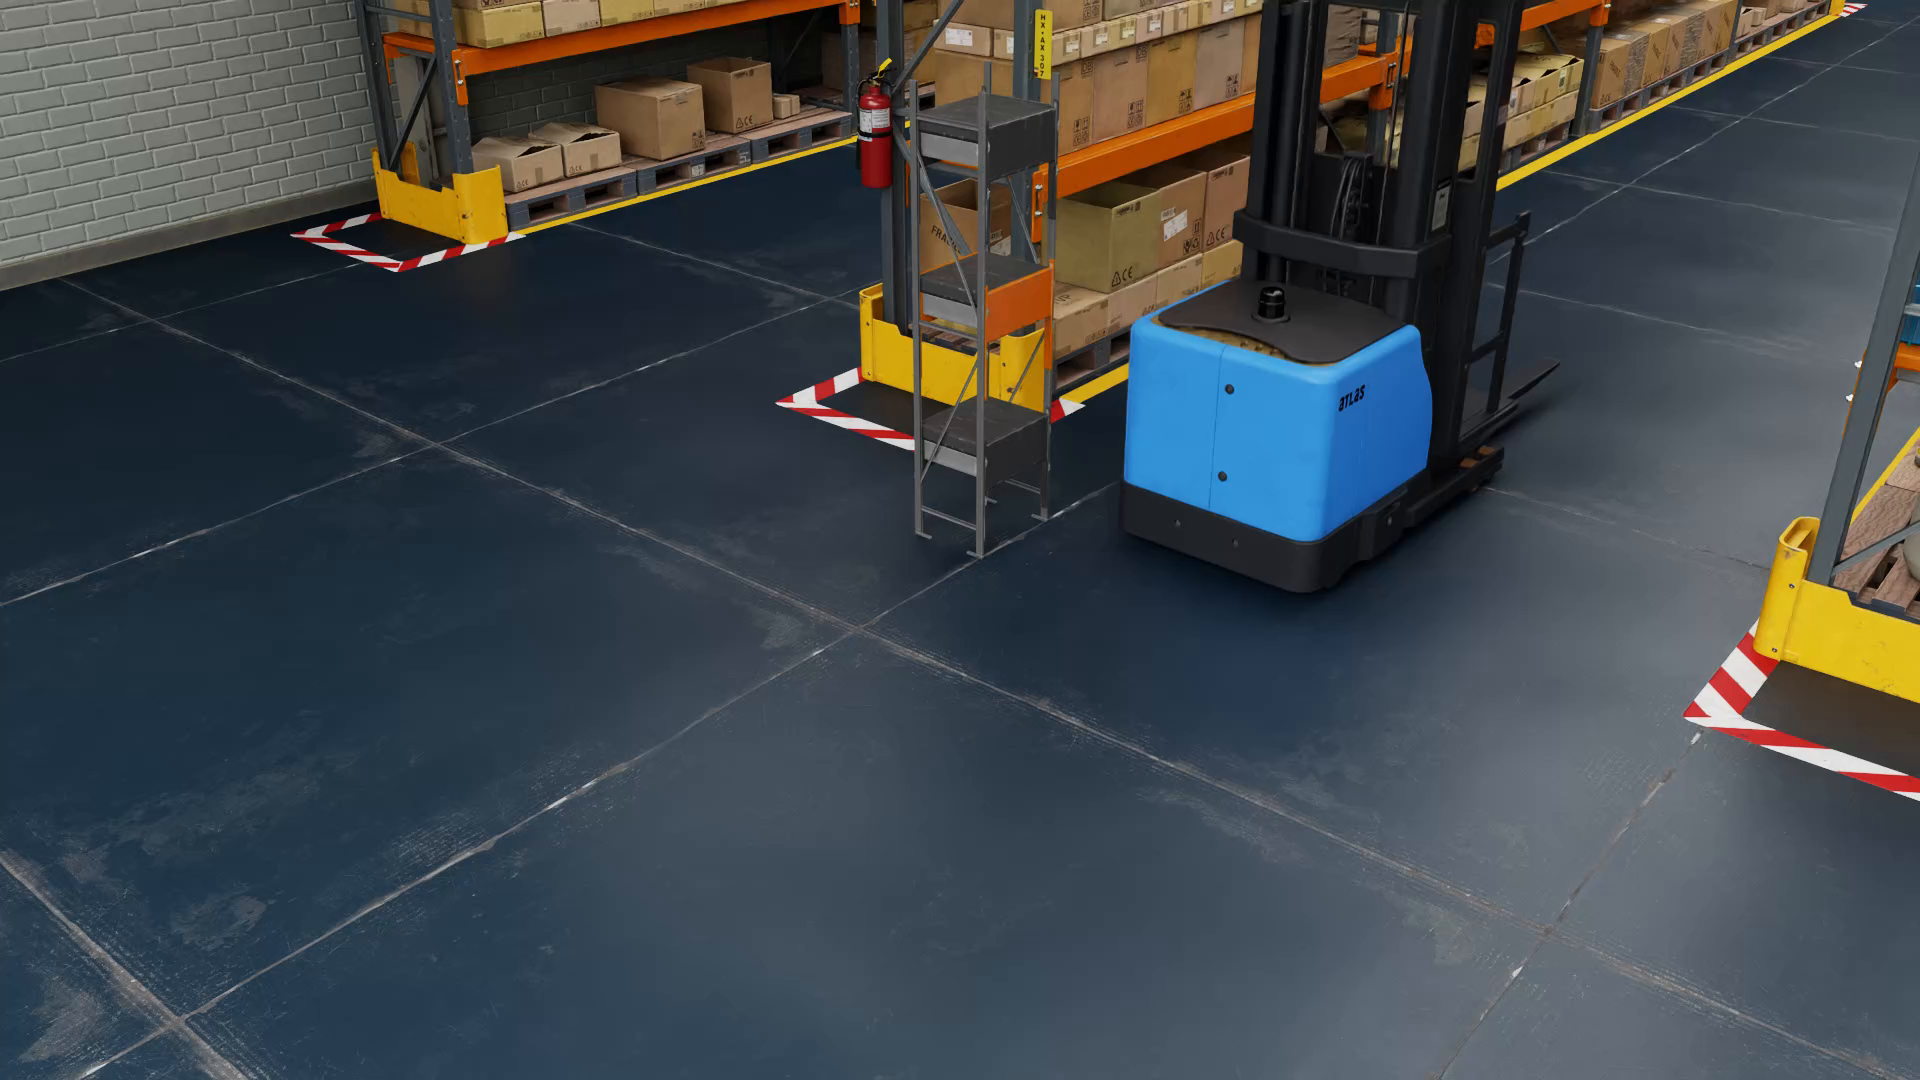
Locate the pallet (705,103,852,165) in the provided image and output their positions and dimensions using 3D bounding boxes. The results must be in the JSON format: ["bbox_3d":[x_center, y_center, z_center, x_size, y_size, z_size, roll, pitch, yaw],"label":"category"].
[{"bbox_3d":[-1.697,-3.552,14.386,1.003,0.211,1.213,21,34,34],"label":"pallet"}]

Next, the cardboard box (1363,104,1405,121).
[{"bbox_3d":[3.305,-3.056,12.318,0.500,0.311,0.500,20,34,34],"label":"cardboard box"}]

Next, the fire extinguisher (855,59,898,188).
[{"bbox_3d":[-0.450,-2.233,8.887,0.296,0.674,0.183,21,34,34],"label":"fire extinguisher"}]

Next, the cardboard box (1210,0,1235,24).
[{"bbox_3d":[1.377,-3.127,9.716,0.380,0.149,0.250,21,34,35],"label":"cardboard box"}]

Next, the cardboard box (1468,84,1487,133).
[{"bbox_3d":[3.960,-3.426,13.032,0.500,0.311,0.500,22,34,36],"label":"cardboard box"}]

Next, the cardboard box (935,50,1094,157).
[{"bbox_3d":[0.290,-2.380,8.977,0.700,0.500,0.500,21,34,34],"label":"cardboard box"}]

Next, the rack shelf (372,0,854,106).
[{"bbox_3d":[-2.569,-4.010,13.020,1.077,0.370,4.000,21,34,34],"label":"rack shelf"}]

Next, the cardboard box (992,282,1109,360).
[{"bbox_3d":[0.496,-1.264,9.465,0.500,0.250,0.500,21,34,34],"label":"cardboard box"}]

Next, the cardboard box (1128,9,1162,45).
[{"bbox_3d":[0.887,-2.854,9.187,0.380,0.149,0.250,20,34,34],"label":"cardboard box"}]

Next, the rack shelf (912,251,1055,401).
[{"bbox_3d":[0.105,-0.979,7.387,0.431,0.518,0.480,21,34,34],"label":"rack shelf"}]

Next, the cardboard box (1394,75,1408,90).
[{"bbox_3d":[3.532,-3.574,13.318,0.500,0.311,0.500,20,34,34],"label":"cardboard box"}]

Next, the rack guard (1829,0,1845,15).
[{"bbox_3d":[10.112,-6.710,20.176,1.175,0.500,0.348,21,34,34],"label":"rack guard"}]

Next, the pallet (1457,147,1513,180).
[{"bbox_3d":[3.742,-3.061,13.437,1.003,0.211,1.213,21,34,34],"label":"pallet"}]

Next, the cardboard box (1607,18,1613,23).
[{"bbox_3d":[5.815,-4.679,15.772,0.500,0.500,0.500,19,33,33],"label":"cardboard box"}]

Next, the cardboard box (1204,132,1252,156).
[{"bbox_3d":[1.759,-2.310,10.670,0.500,0.500,0.500,21,34,34],"label":"cardboard box"}]

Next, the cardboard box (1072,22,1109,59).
[{"bbox_3d":[0.565,-2.677,8.845,0.380,0.149,0.250,20,33,33],"label":"cardboard box"}]

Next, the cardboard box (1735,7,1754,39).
[{"bbox_3d":[8.050,-5.515,17.594,0.500,0.311,0.500,21,34,34],"label":"cardboard box"}]

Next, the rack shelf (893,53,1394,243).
[{"bbox_3d":[1.255,-2.564,10.224,1.077,0.370,4.000,21,34,34],"label":"rack shelf"}]

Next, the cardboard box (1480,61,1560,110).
[{"bbox_3d":[4.603,-3.781,13.719,0.500,0.311,0.500,20,34,34],"label":"cardboard box"}]

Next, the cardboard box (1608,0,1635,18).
[{"bbox_3d":[6.166,-5.214,15.990,0.500,0.250,0.500,20,33,33],"label":"cardboard box"}]

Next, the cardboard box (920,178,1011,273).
[{"bbox_3d":[0.095,-1.749,9.586,0.500,0.500,0.500,21,34,34],"label":"cardboard box"}]

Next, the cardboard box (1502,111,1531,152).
[{"bbox_3d":[4.278,-3.357,13.509,0.500,0.250,0.500,22,34,36],"label":"cardboard box"}]

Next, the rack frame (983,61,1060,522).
[{"bbox_3d":[0.261,-1.078,7.548,0.400,2.100,0.015,21,34,34],"label":"rack frame"}]

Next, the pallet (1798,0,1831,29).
[{"bbox_3d":[9.606,-6.298,19.695,1.003,0.211,1.213,21,34,34],"label":"pallet"}]

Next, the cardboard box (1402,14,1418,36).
[{"bbox_3d":[3.249,-3.735,11.979,0.380,0.149,0.250,21,34,34],"label":"cardboard box"}]

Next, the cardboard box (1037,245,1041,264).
[{"bbox_3d":[0.405,-1.596,10.107,0.500,0.250,0.500,21,34,34],"label":"cardboard box"}]

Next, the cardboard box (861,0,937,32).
[{"bbox_3d":[-0.564,-4.880,15.344,0.500,0.250,0.500,20,33,33],"label":"cardboard box"}]

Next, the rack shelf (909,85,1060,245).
[{"bbox_3d":[0.105,-1.601,7.066,0.431,0.518,0.480,21,34,34],"label":"rack shelf"}]

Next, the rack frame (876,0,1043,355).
[{"bbox_3d":[-0.017,-2.174,8.688,1.000,3.000,0.127,21,34,34],"label":"rack frame"}]

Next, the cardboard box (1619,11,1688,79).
[{"bbox_3d":[6.561,-4.724,15.858,0.500,0.500,0.500,19,33,33],"label":"cardboard box"}]

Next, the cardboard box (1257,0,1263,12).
[{"bbox_3d":[1.711,-3.316,10.080,0.380,0.149,0.250,22,34,36],"label":"cardboard box"}]

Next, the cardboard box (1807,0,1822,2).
[{"bbox_3d":[10.005,-6.667,19.615,0.500,0.500,0.500,21,34,34],"label":"cardboard box"}]

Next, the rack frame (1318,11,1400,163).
[{"bbox_3d":[2.528,-3.592,11.429,1.000,3.000,0.127,21,34,34],"label":"rack frame"}]

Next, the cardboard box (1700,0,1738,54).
[{"bbox_3d":[7.523,-5.255,16.885,0.500,0.500,0.500,21,34,34],"label":"cardboard box"}]

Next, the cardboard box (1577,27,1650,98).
[{"bbox_3d":[5.911,-4.361,15.156,0.500,0.500,0.500,19,33,33],"label":"cardboard box"}]

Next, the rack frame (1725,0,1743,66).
[{"bbox_3d":[7.616,-6.429,16.912,1.000,3.000,0.127,21,34,34],"label":"rack frame"}]

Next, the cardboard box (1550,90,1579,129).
[{"bbox_3d":[4.925,-3.718,14.208,0.500,0.250,0.500,22,34,36],"label":"cardboard box"}]

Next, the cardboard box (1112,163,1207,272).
[{"bbox_3d":[1.121,-1.956,9.986,0.500,0.500,0.500,21,34,34],"label":"cardboard box"}]

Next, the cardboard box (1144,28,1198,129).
[{"bbox_3d":[0.941,-2.742,9.677,0.700,0.500,0.500,21,34,35],"label":"cardboard box"}]

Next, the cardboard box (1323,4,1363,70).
[{"bbox_3d":[2.250,-3.477,11.099,0.700,0.500,0.500,20,33,33],"label":"cardboard box"}]

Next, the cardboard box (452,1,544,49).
[{"bbox_3d":[-3.286,-3.643,11.669,0.500,0.250,0.500,20,33,33],"label":"cardboard box"}]

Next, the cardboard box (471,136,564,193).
[{"bbox_3d":[-3.332,-2.841,12.424,0.500,0.311,0.500,17,32,29],"label":"cardboard box"}]

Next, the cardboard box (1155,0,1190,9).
[{"bbox_3d":[0.974,-3.342,9.425,0.700,0.500,0.500,21,34,35],"label":"cardboard box"}]

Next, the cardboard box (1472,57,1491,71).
[{"bbox_3d":[4.184,-3.936,14.019,0.500,0.311,0.500,20,33,33],"label":"cardboard box"}]

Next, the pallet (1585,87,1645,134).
[{"bbox_3d":[5.576,-4.025,15.302,1.003,0.211,1.213,21,34,34],"label":"pallet"}]

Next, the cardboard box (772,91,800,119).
[{"bbox_3d":[-1.614,-3.777,14.392,0.380,0.166,0.250,16,31,28],"label":"cardboard box"}]

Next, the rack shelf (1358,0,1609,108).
[{"bbox_3d":[3.800,-3.982,12.965,1.077,0.370,4.000,21,34,34],"label":"rack shelf"}]

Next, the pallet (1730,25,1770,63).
[{"bbox_3d":[8.054,-5.433,18.023,1.003,0.211,1.213,21,34,34],"label":"pallet"}]

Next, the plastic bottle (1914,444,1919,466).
[{"bbox_3d":[4.633,-0.457,7.935,0.097,0.201,0.097,0,27,0],"label":"plastic bottle"}]

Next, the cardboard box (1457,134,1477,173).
[{"bbox_3d":[3.629,-2.993,12.807,0.500,0.250,0.500,20,33,33],"label":"cardboard box"}]

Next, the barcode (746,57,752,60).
[{"bbox_3d":[-1.826,-4.145,14.390,0.001,0.075,0.075,21,34,34],"label":"barcode"}]

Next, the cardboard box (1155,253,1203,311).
[{"bbox_3d":[1.130,-1.620,10.152,0.500,0.250,0.500,21,34,34],"label":"cardboard box"}]

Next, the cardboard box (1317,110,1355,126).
[{"bbox_3d":[2.564,-3.034,12.275,0.500,0.311,0.500,21,34,34],"label":"cardboard box"}]

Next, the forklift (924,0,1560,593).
[{"bbox_3d":[1.662,-1.683,7.812,1.782,2.935,3.545,22,34,35],"label":"forklift"}]

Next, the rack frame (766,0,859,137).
[{"bbox_3d":[-1.297,-5.039,14.225,1.000,3.000,0.127,21,34,34],"label":"rack frame"}]

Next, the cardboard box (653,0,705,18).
[{"bbox_3d":[-2.315,-4.189,12.724,0.500,0.250,0.500,21,34,35],"label":"cardboard box"}]

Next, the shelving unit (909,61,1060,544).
[{"bbox_3d":[0.107,-0.992,7.383,0.431,2.100,0.499,21,34,34],"label":"shelving unit"}]

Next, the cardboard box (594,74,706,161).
[{"bbox_3d":[-2.464,-3.372,13.246,0.700,0.500,0.500,18,33,31],"label":"cardboard box"}]

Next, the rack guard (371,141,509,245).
[{"bbox_3d":[-3.793,-2.537,12.110,1.175,0.500,0.348,21,34,34],"label":"rack guard"}]

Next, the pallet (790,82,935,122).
[{"bbox_3d":[-0.803,-4.077,15.400,1.003,0.211,1.213,21,34,34],"label":"pallet"}]
